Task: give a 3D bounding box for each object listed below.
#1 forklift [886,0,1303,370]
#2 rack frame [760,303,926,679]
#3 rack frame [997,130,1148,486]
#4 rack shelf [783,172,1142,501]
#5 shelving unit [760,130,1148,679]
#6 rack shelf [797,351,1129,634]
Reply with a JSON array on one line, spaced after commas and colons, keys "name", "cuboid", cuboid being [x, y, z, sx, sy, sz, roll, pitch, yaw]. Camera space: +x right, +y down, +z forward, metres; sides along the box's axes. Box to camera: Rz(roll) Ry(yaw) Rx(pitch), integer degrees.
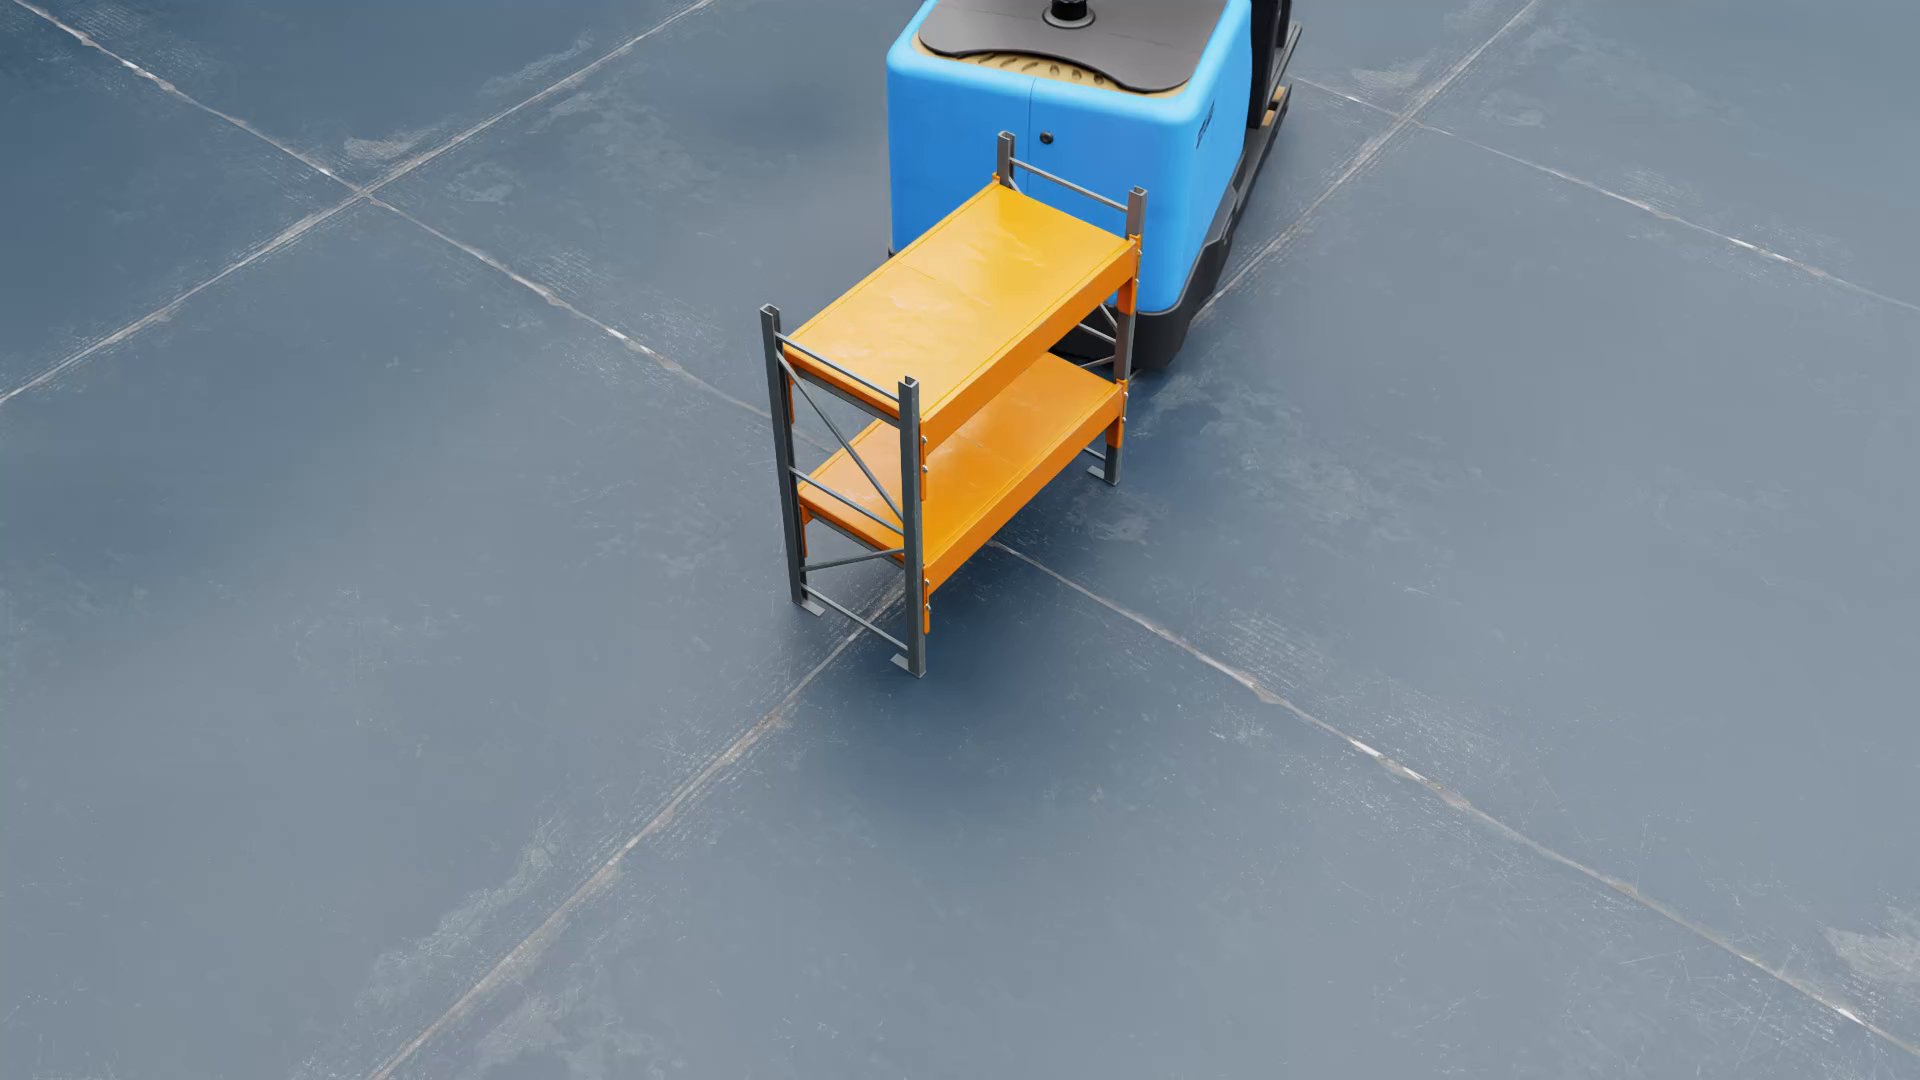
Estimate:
[{"name": "forklift", "cuboid": [0.726, -2.684, 5.787, 1.130, 2.935, 3.031, 15, 48, 14]}, {"name": "rack frame", "cuboid": [-0.307, -0.102, 4.569, 0.500, 1.125, 0.032, 29, 53, 25]}, {"name": "rack frame", "cuboid": [0.315, -0.683, 5.125, 0.500, 1.125, 0.032, 29, 53, 25]}, {"name": "rack shelf", "cuboid": [0.004, -0.595, 4.635, 0.538, 0.278, 1.000, 29, 53, 25]}, {"name": "shelving unit", "cuboid": [0.004, -0.392, 4.847, 0.538, 1.125, 1.048, 29, 53, 25]}, {"name": "rack shelf", "cuboid": [0.004, -0.224, 5.024, 0.538, 0.278, 1.000, 29, 53, 25]}]
